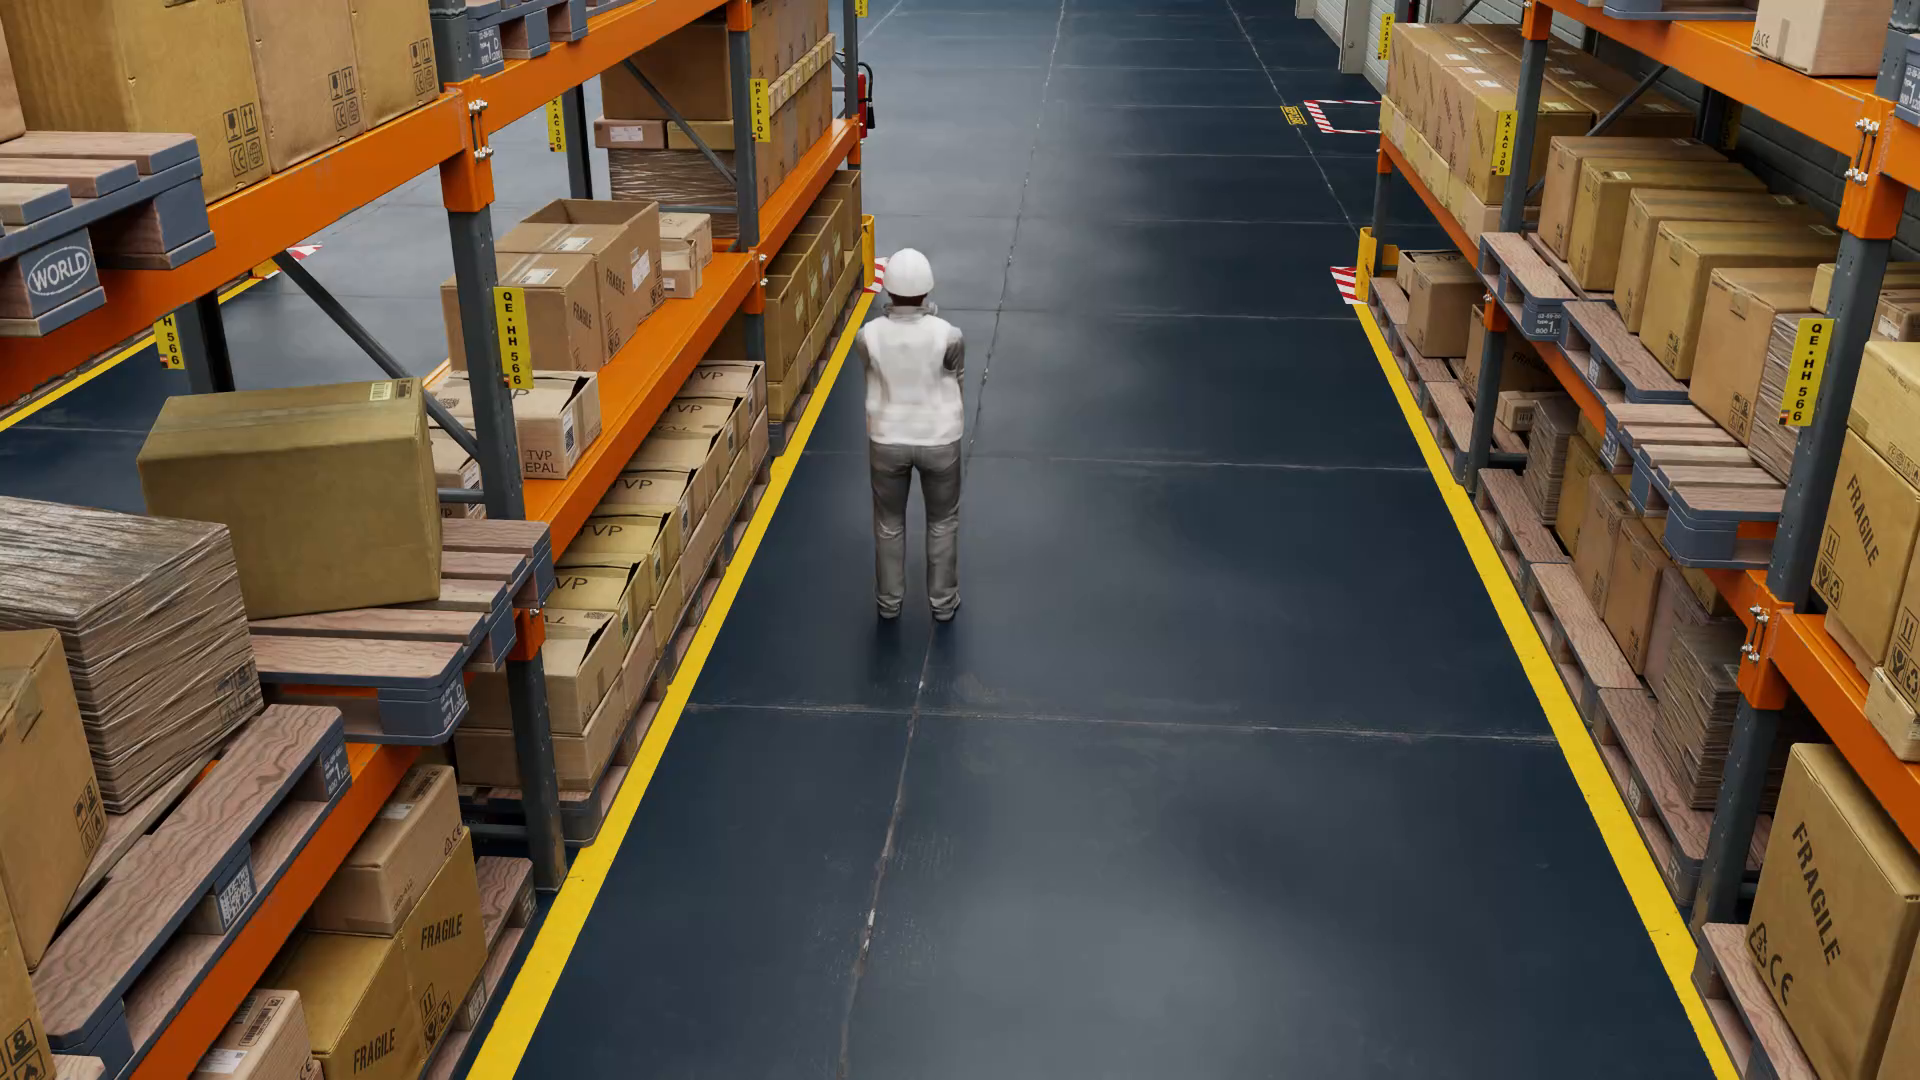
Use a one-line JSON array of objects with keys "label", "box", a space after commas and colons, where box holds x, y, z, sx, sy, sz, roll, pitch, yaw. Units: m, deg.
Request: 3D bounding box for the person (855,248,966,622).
[{"label": "person", "box": [-0.209, -0.505, 7.694, 0.483, 1.771, 0.550, 2, 24, 4]}]
